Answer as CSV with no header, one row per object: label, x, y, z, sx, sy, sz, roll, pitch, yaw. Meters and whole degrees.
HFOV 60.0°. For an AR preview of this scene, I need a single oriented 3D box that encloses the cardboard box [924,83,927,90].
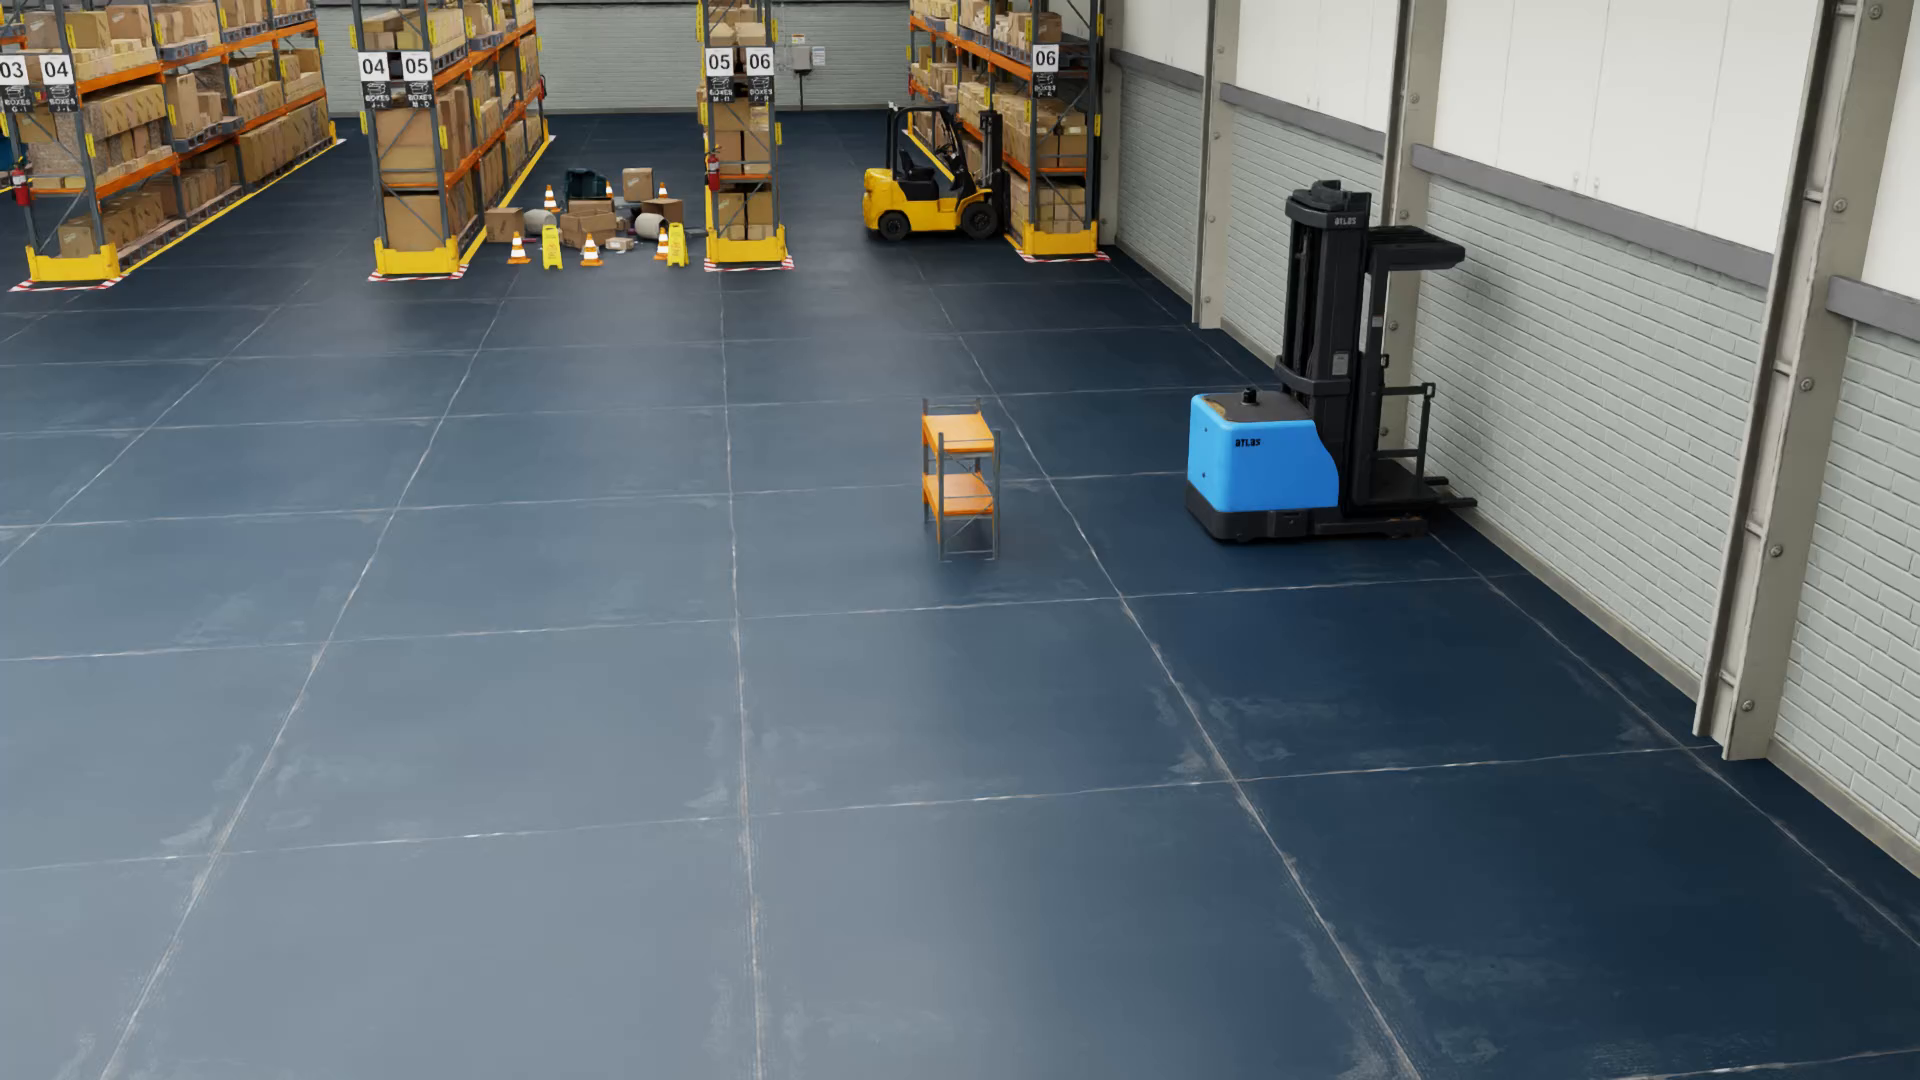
cardboard box,-0.626,-10.520,38.528,0.380,0.149,0.250,-3,21,-9

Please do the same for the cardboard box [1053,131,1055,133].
cardboard box,1.702,-6.440,27.102,0.500,0.500,0.500,-2,21,-6

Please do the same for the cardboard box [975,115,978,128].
cardboard box,0.568,-7.851,31.239,0.500,0.250,0.500,-3,21,-7

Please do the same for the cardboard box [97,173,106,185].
cardboard box,-12.945,-5.357,24.706,0.380,0.149,0.250,-3,21,-8

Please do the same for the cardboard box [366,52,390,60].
cardboard box,-8.583,-7.121,24.398,0.380,0.149,0.250,-3,21,-8

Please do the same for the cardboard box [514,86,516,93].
cardboard box,-9.676,-9.598,35.460,0.380,0.149,0.250,-3,21,-9

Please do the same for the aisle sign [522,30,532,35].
aisle sign,-10.220,-12.290,39.193,0.394,0.787,0.004,-3,21,-8

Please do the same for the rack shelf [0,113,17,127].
rack shelf,-19.465,-8.152,32.858,1.077,0.370,4.000,-3,21,-8

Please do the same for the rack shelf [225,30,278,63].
rack shelf,-14.564,-9.807,33.002,1.077,0.370,4.000,-3,21,-8

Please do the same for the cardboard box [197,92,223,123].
cardboard box,-13.979,-7.917,30.457,0.700,0.500,0.500,0,20,0

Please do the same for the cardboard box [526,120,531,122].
cardboard box,-10.040,-9.548,38.191,0.380,0.149,0.250,-4,21,-10

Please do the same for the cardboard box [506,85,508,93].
cardboard box,-9.454,-9.197,33.960,0.380,0.149,0.250,-2,21,-6

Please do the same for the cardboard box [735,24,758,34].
cardboard box,-3.569,-8.543,27.809,0.380,0.149,0.250,-2,21,-6

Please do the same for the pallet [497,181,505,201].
pallet,-9.314,-6.679,31.870,1.003,0.211,1.213,-3,21,-8

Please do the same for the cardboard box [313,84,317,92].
cardboard box,-14.942,-10.328,38.015,0.380,0.149,0.250,-3,21,-7

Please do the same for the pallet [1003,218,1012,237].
pallet,1.271,-5.406,28.463,1.003,0.211,1.213,-3,21,-8

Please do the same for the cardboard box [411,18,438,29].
cardboard box,-8.005,-7.703,24.818,0.380,0.149,0.250,-3,21,-9

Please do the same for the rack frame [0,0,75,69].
rack frame,-13.123,-8.087,23.081,1.000,3.000,0.127,-3,21,-8

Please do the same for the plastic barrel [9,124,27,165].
plastic barrel,-19.692,-8.206,34.373,0.600,0.901,0.708,-3,21,-8

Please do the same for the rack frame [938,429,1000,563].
rack frame,0.072,-0.353,13.629,0.500,1.125,0.032,-3,21,-8

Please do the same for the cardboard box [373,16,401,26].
cardboard box,-8.767,-7.936,25.441,0.380,0.149,0.250,-3,21,-9

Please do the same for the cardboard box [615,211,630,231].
cardboard box,-5.899,-5.490,28.611,0.396,0.266,0.258,17,27,39

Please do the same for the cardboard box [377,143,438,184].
cardboard box,-8.298,-5.688,25.019,0.875,0.550,0.550,-3,21,-8

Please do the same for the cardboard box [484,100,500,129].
cardboard box,-8.952,-7.993,31.262,0.500,0.500,0.500,-3,21,-8

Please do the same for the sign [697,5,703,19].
sign,-4.441,-8.964,28.415,0.100,0.325,0.005,-3,21,-8

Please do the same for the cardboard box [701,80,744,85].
cardboard box,-3.992,-7.475,28.019,0.700,0.500,0.500,-3,21,-7

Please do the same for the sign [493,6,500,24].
sign,-8.803,-9.971,31.561,0.100,0.325,0.005,-3,21,-8

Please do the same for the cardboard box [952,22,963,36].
cardboard box,0.128,-10.298,33.503,0.500,0.250,0.500,-4,21,-10

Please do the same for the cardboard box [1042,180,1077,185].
cardboard box,1.638,-5.754,27.309,0.500,0.250,0.500,-3,21,-8

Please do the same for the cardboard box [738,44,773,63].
cardboard box,-3.125,-7.438,25.421,0.500,0.250,0.500,-3,21,-9

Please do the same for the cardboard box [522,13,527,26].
cardboard box,-9.872,-11.509,36.746,0.500,0.250,0.500,-2,21,-5

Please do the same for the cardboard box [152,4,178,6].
cardboard box,-14.393,-9.381,29.976,0.500,0.500,0.500,-3,21,-7

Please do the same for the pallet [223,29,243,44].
pallet,-14.421,-9.583,31.645,1.213,0.211,1.003,-2,21,-5

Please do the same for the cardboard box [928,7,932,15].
cardboard box,-0.482,-11.499,36.120,0.380,0.149,0.250,-3,21,-7

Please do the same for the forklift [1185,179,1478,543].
forklift,3.586,-1.570,14.306,3.031,2.935,1.130,-3,21,-8

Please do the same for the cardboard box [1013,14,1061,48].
cardboard box,1.242,-8.224,26.850,0.700,0.500,0.500,-3,21,-7

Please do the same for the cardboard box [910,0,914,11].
cardboard box,-0.918,-12.875,39.976,0.500,0.250,0.500,-3,21,-8

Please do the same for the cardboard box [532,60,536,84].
cardboard box,-10.035,-10.721,38.141,0.500,0.500,0.500,-3,21,-8

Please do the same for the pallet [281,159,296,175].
pallet,-14.667,-7.862,35.038,1.003,0.211,1.213,-3,21,-8

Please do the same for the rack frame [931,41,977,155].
rack frame,-0.135,-10.183,37.267,1.000,3.000,0.127,-3,21,-8

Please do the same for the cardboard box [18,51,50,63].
cardboard box,-13.393,-6.975,24.035,0.380,0.149,0.250,-4,21,-10

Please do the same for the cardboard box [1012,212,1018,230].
cardboard box,1.153,-5.256,27.406,0.500,0.250,0.500,-3,21,-8

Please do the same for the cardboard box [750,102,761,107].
cardboard box,-3.676,-7.721,29.508,0.500,0.500,0.500,-2,21,-6

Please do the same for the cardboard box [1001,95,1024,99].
cardboard box,0.916,-7.693,29.104,0.380,0.149,0.250,-3,21,-7

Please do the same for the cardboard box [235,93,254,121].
cardboard box,-14.153,-8.454,32.495,0.500,0.500,0.500,-3,21,-9

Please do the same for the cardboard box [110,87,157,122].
cardboard box,-13.289,-7.001,26.751,0.500,0.500,0.500,-3,21,-8

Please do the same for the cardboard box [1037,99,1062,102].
cardboard box,1.526,-7.454,28.464,0.380,0.149,0.250,-3,21,-9

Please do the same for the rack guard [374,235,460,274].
rack guard,-8.196,-4.312,25.122,1.175,0.500,0.348,-3,21,-8

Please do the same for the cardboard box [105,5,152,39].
cardboard box,-13.382,-8.344,26.774,0.500,0.500,0.500,-4,21,-9

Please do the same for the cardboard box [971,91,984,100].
cardboard box,0.421,-8.400,31.423,0.380,0.149,0.250,-3,21,-9

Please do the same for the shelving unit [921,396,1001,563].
shelving unit,-0.001,-0.529,14.100,0.538,1.125,1.048,-3,21,-8

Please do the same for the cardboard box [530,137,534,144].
cardboard box,-9.891,-9.097,37.835,0.380,0.149,0.250,-3,21,-9

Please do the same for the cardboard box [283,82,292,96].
cardboard box,-14.661,-9.676,35.700,0.500,0.250,0.500,-3,21,-9

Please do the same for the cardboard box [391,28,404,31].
cardboard box,-8.618,-7.538,24.945,0.500,0.250,0.500,-3,21,-8

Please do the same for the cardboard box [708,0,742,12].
cardboard box,-4.673,-10.320,32.598,0.797,0.503,0.637,-4,21,-11

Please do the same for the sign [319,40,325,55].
sign,-14.890,-11.492,38.780,0.100,0.325,0.005,-3,21,-8
